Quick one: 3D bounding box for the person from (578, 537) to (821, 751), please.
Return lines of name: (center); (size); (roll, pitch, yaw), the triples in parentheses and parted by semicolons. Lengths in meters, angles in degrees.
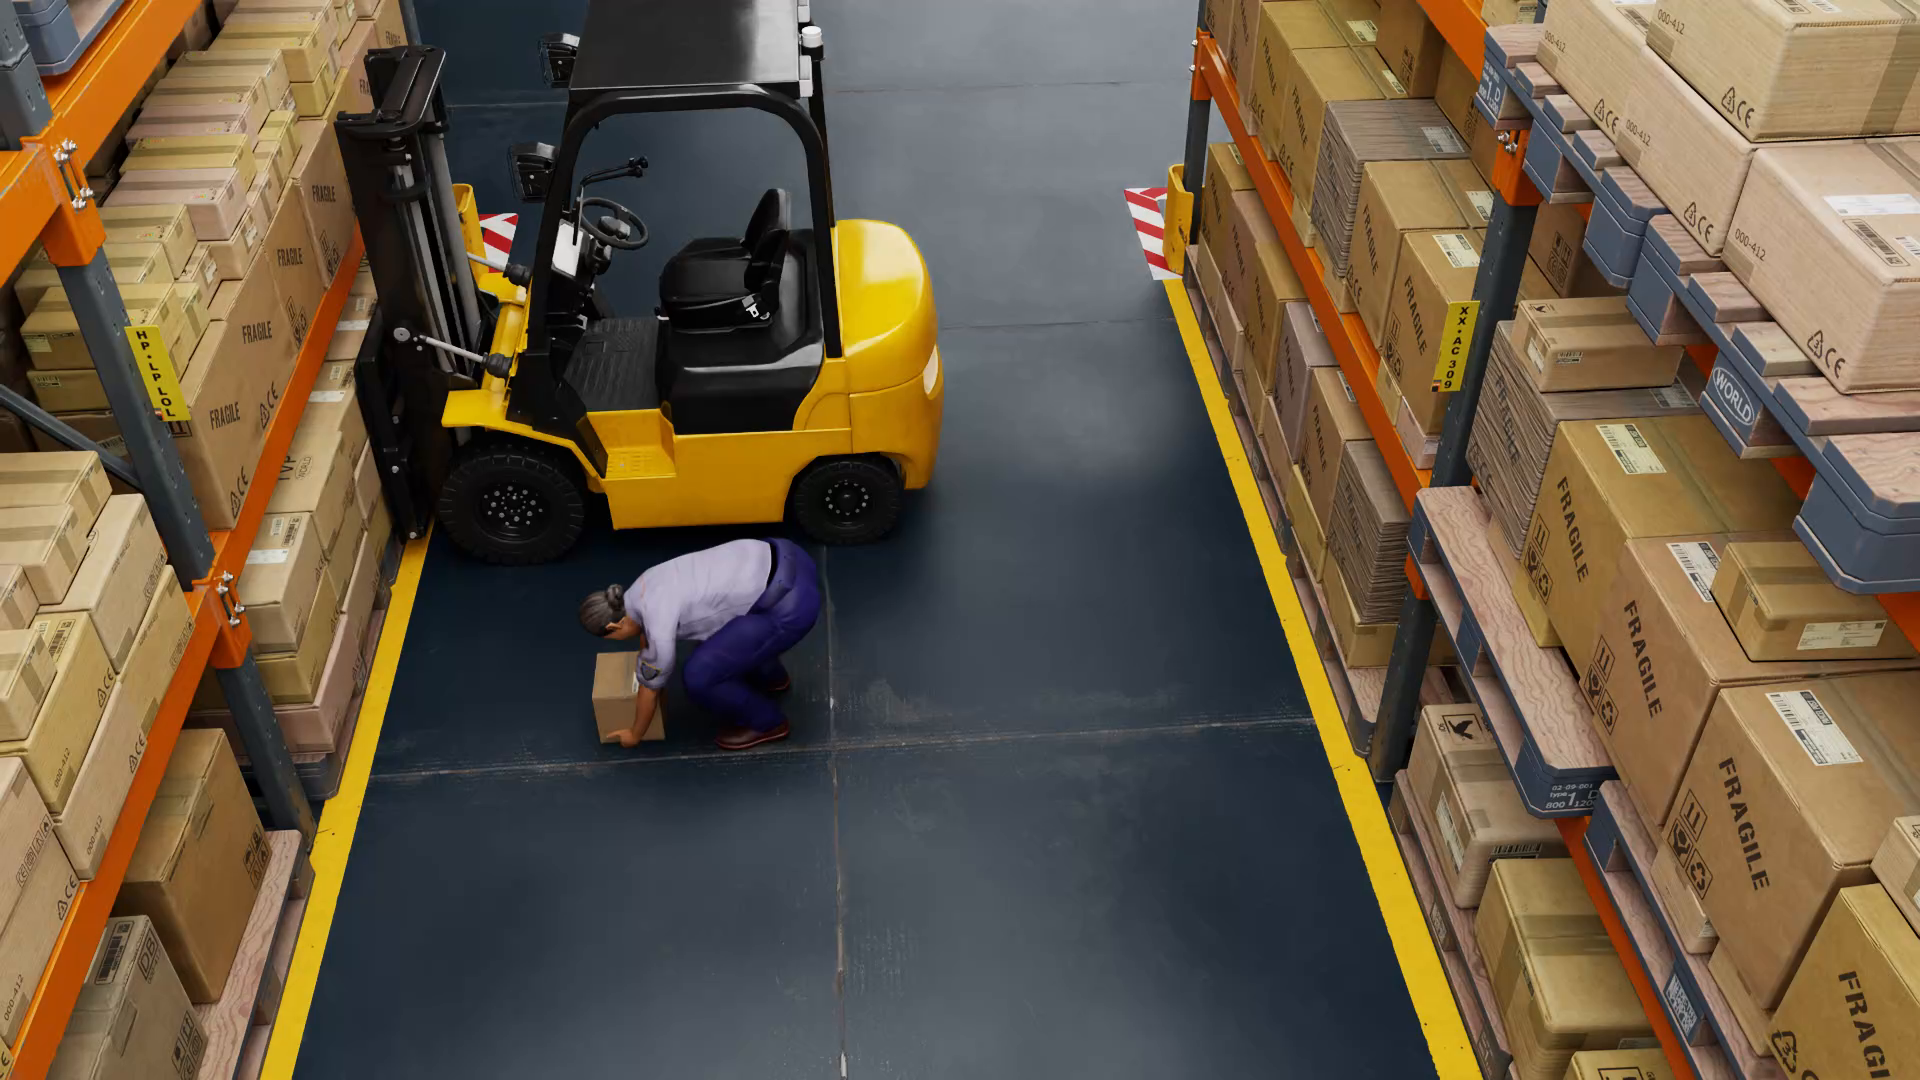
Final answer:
person: (-0.974, 0.395, 6.362); (0.903, 0.807, 0.523); (-5, 40, -6)
